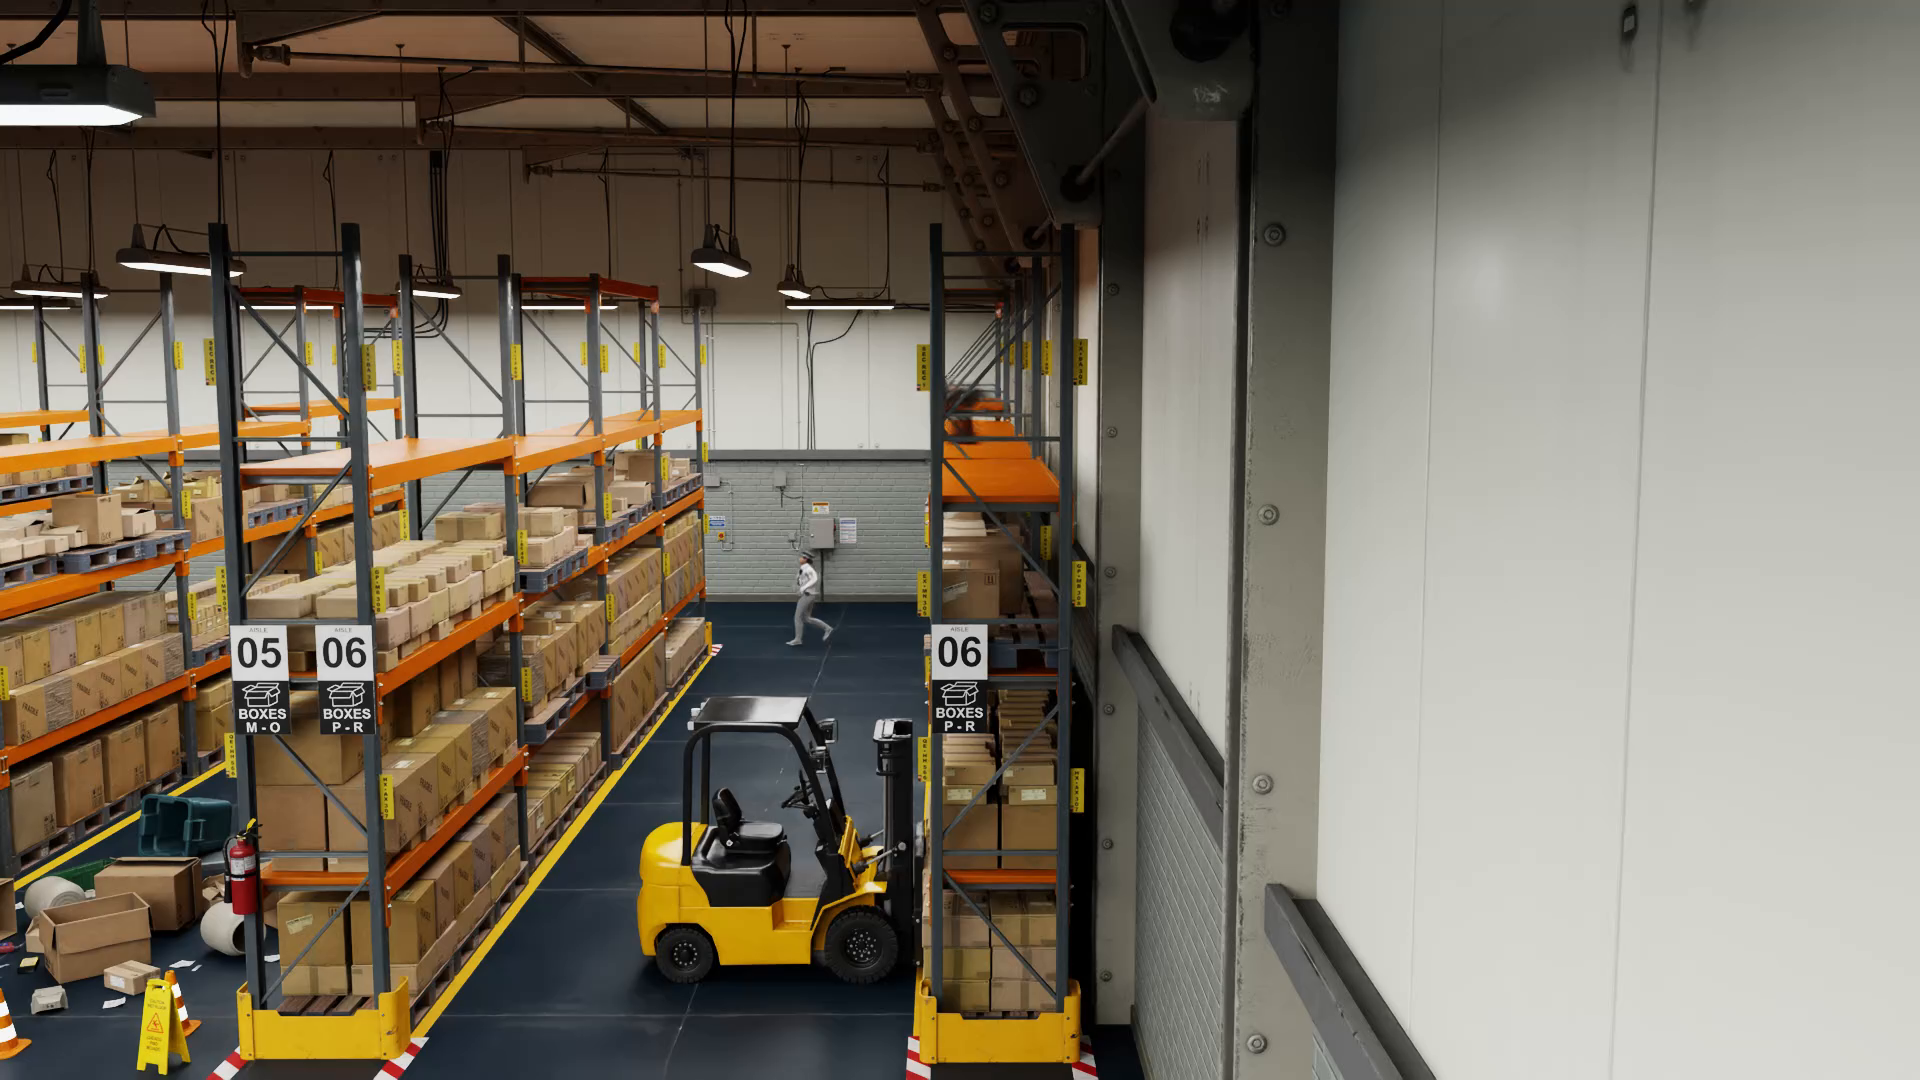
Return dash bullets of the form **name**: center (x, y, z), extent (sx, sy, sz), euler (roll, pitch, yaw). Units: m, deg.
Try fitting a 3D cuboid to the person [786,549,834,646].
- **person**: center (-2.627, 0.978, 28.931), extent (0.828, 1.647, 0.605), euler (-1, 7, -8)
